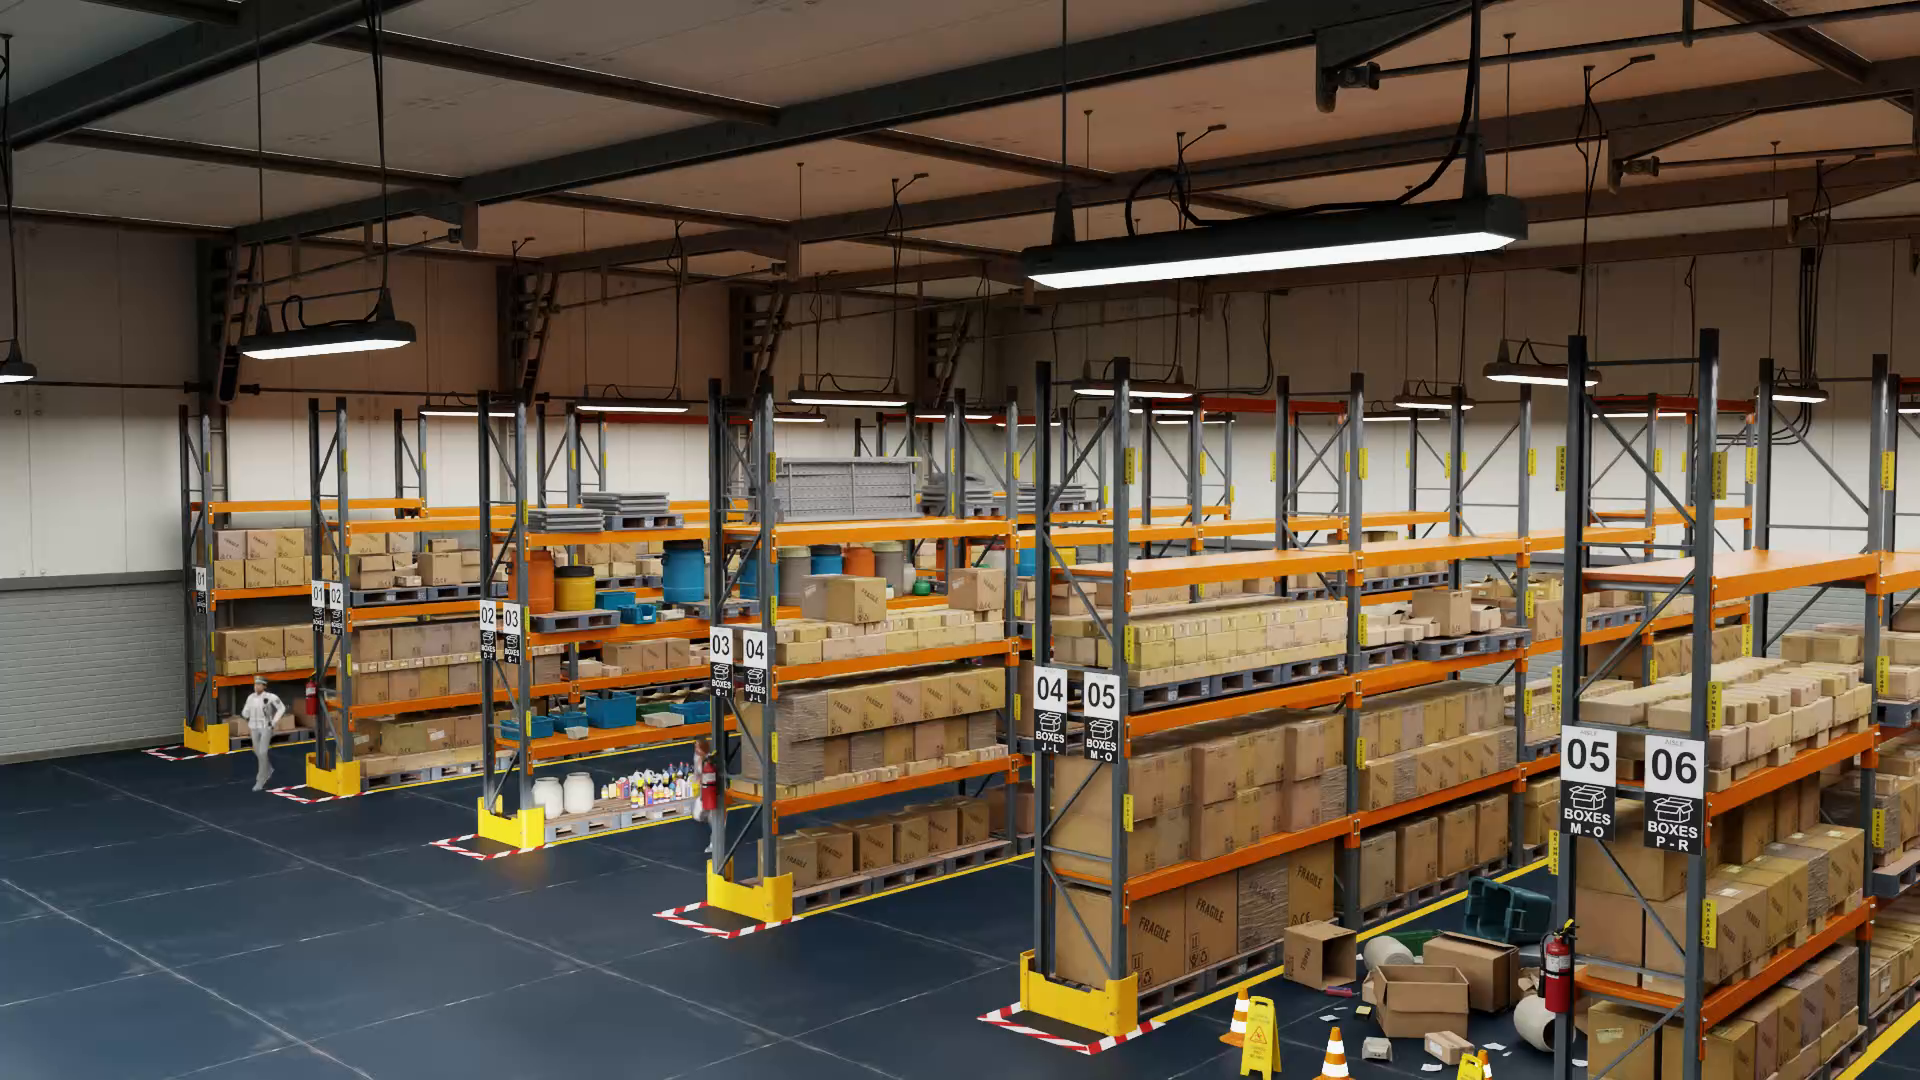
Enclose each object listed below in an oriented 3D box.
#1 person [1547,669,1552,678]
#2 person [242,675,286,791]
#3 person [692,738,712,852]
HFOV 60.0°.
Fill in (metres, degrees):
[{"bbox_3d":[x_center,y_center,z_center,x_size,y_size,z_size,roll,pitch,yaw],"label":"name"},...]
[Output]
[{"bbox_3d":[9.484,2.911,26.606,0.660,1.733,0.586,3,4,44],"label":"person"},{"bbox_3d":[-10.815,2.959,25.736,0.613,1.752,0.777,1,3,10],"label":"person"},{"bbox_3d":[-3.266,3.286,21.407,0.525,1.524,0.649,1,3,25],"label":"person"}]
